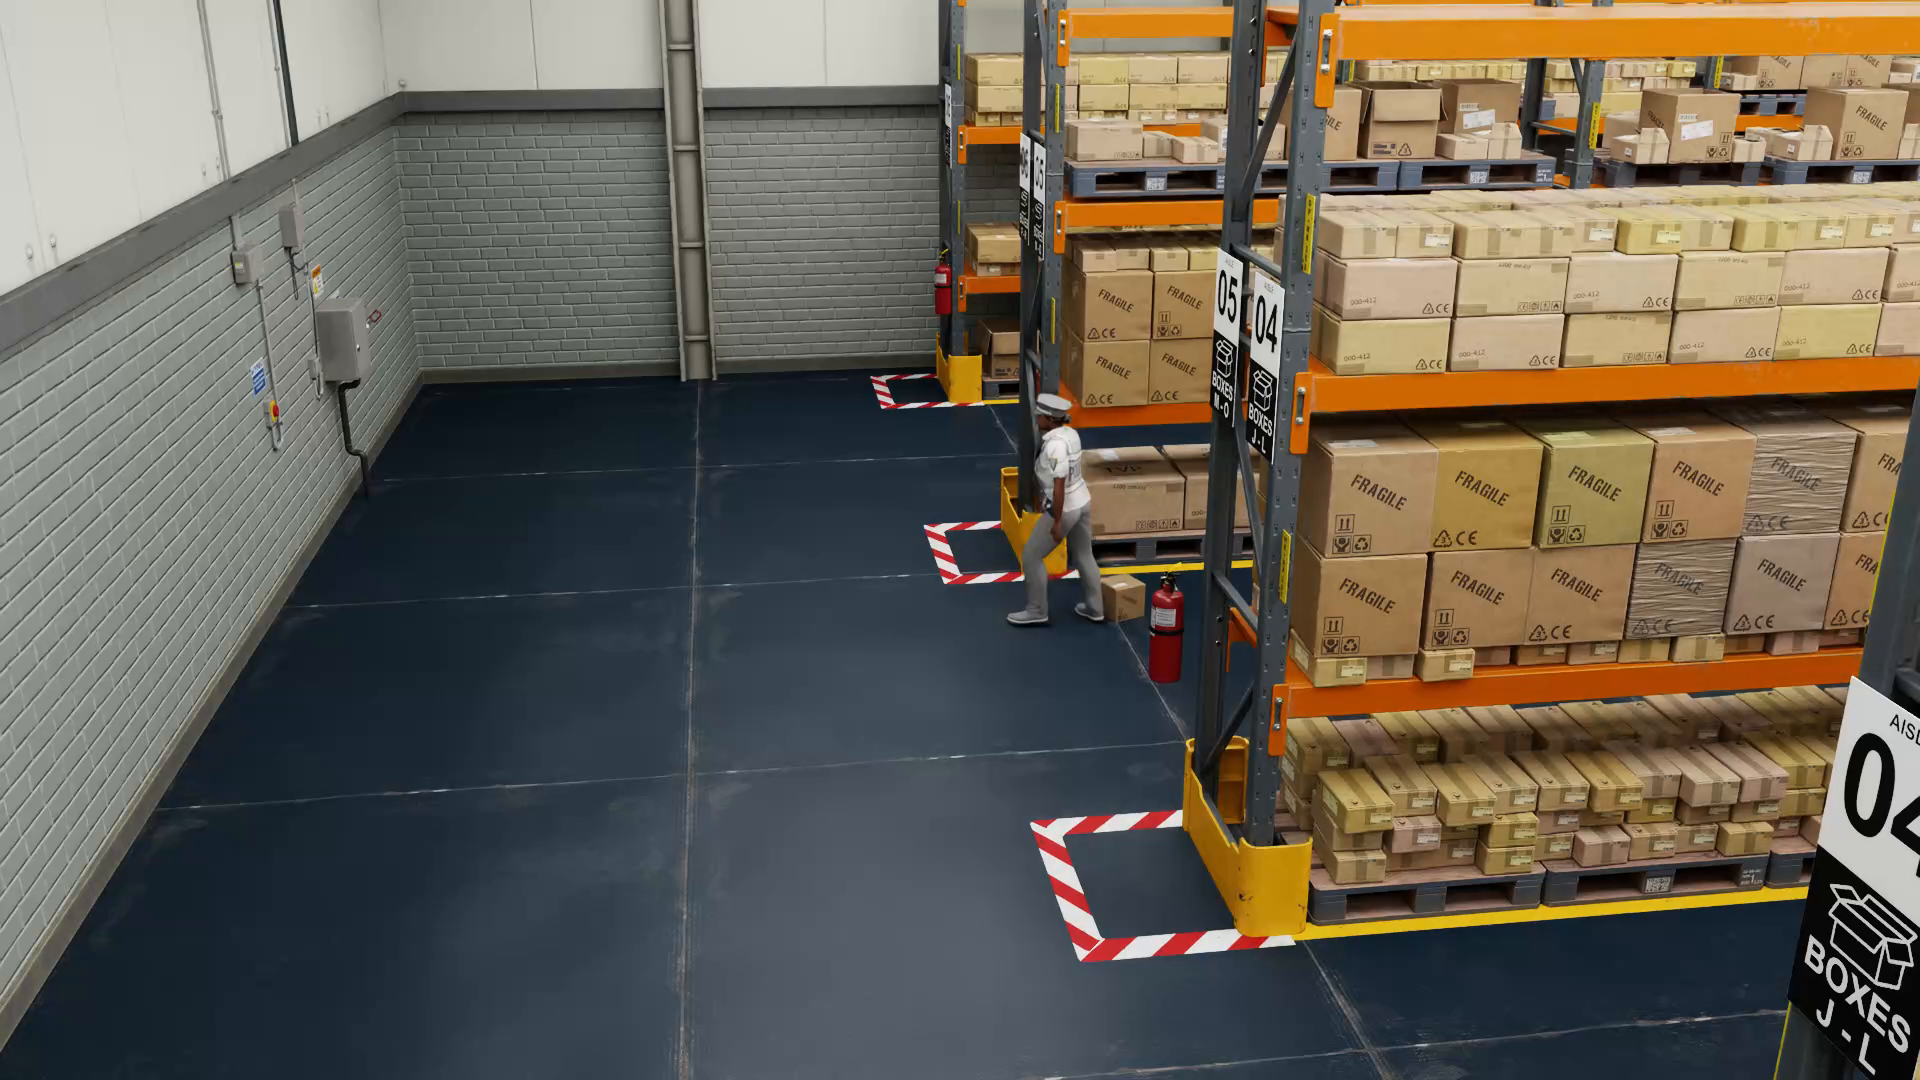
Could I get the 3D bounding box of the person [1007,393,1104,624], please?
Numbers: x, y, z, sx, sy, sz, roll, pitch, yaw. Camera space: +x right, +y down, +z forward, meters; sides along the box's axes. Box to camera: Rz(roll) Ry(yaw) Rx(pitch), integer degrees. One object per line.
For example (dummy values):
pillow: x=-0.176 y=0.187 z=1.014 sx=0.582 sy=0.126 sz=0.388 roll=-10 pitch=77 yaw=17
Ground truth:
person: x=0.708 y=-0.207 z=11.623 sx=0.618 sy=1.644 sz=0.553 roll=10 pitch=22 yaw=25
